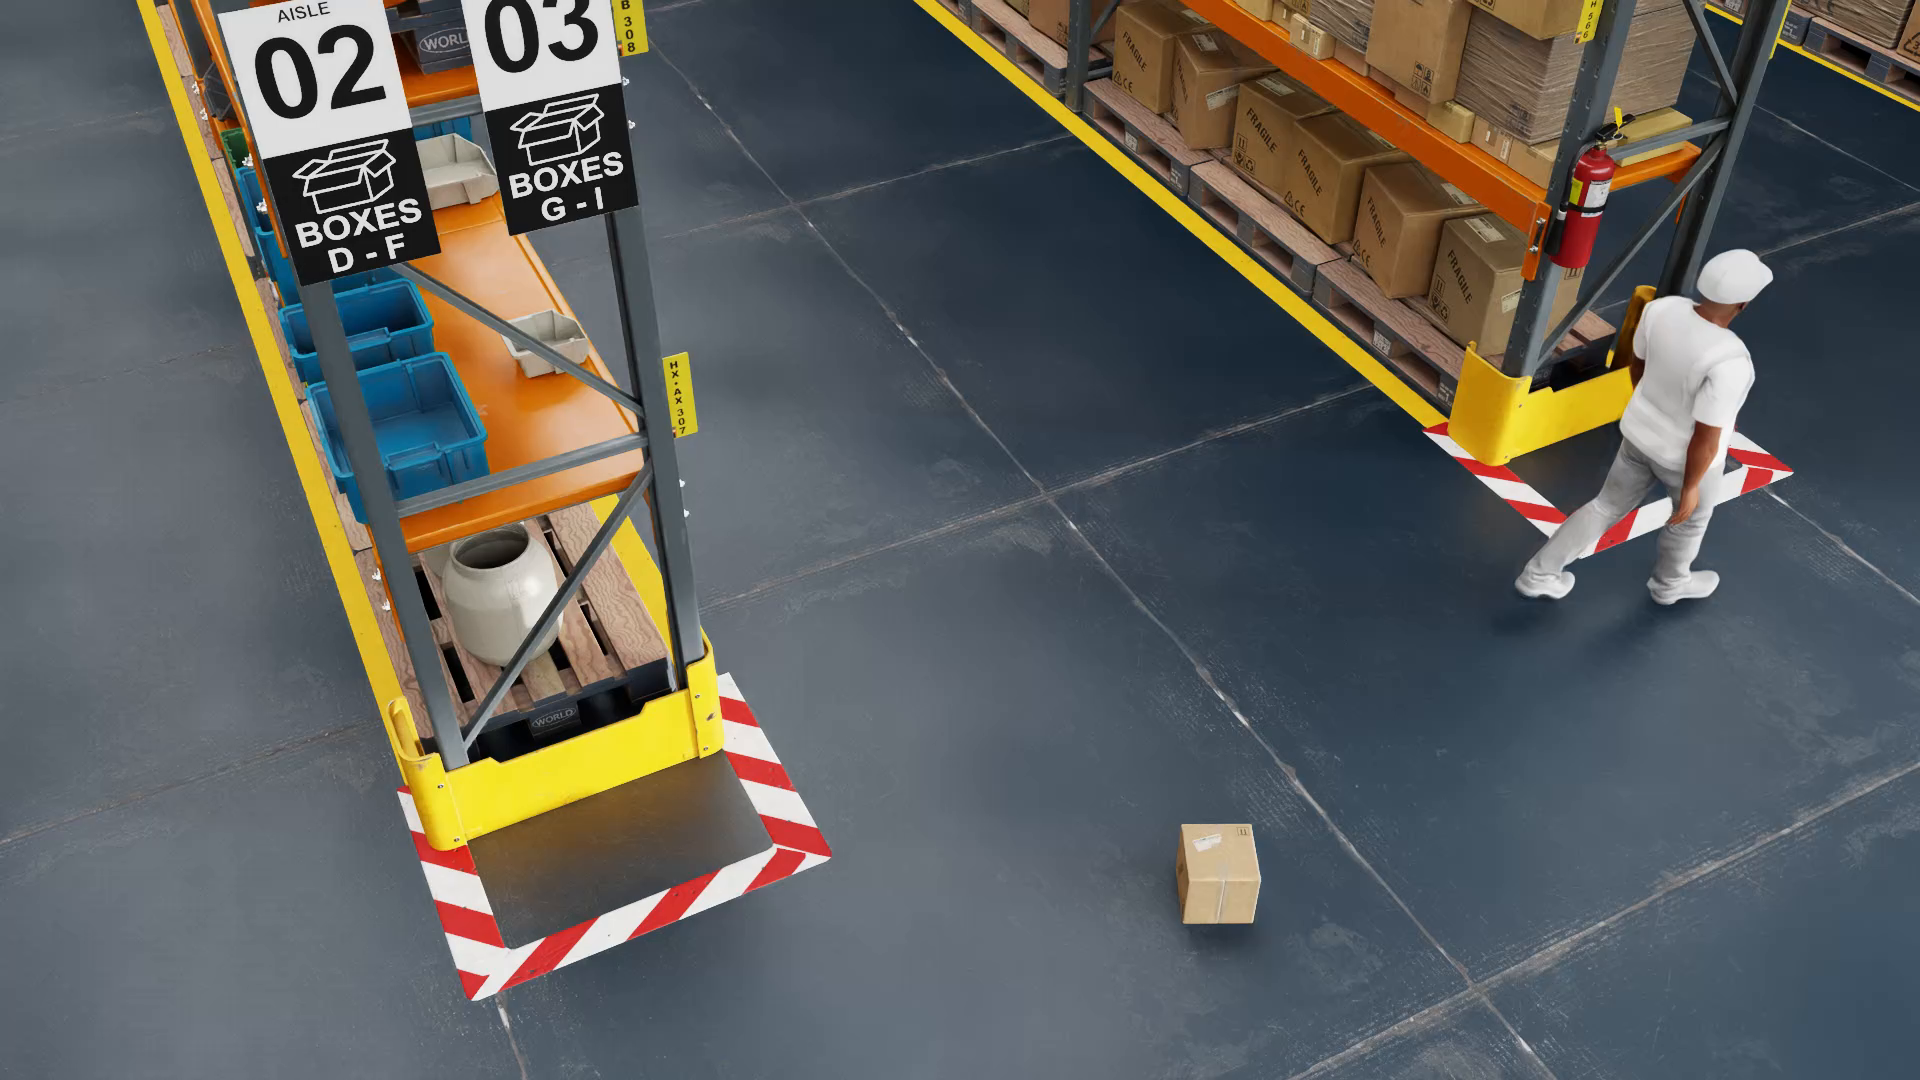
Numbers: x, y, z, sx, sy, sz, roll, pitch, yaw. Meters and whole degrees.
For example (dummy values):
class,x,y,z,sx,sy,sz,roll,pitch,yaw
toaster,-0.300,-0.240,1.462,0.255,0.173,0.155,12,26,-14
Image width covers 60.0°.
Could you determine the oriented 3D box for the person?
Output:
class,x,y,z,sx,sy,sz,roll,pitch,yaw
person,2.804,-0.398,6.591,0.926,1.742,0.585,-16,43,-17
